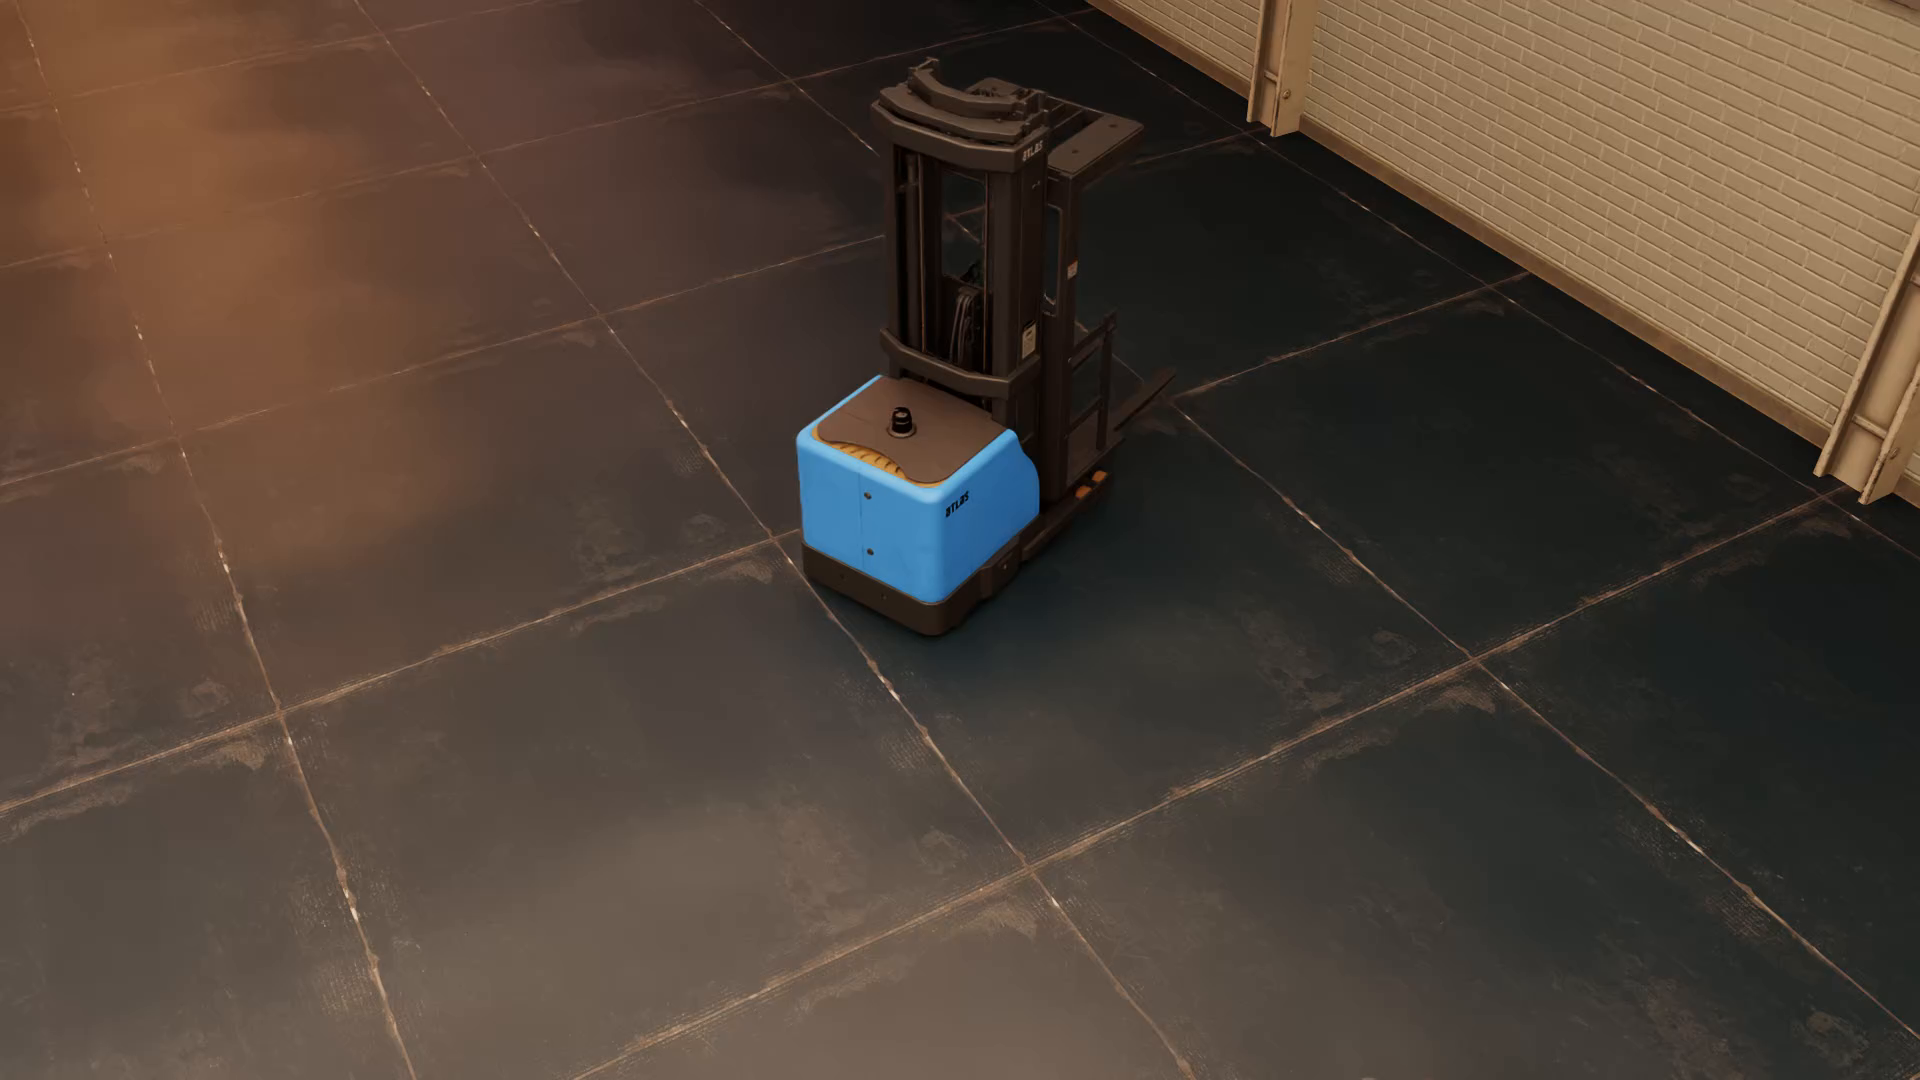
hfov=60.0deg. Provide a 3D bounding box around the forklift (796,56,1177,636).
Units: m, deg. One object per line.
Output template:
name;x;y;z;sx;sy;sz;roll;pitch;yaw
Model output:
forklift;0.330;-1.474;9.813;1.130;2.935;3.031;25;46;27
